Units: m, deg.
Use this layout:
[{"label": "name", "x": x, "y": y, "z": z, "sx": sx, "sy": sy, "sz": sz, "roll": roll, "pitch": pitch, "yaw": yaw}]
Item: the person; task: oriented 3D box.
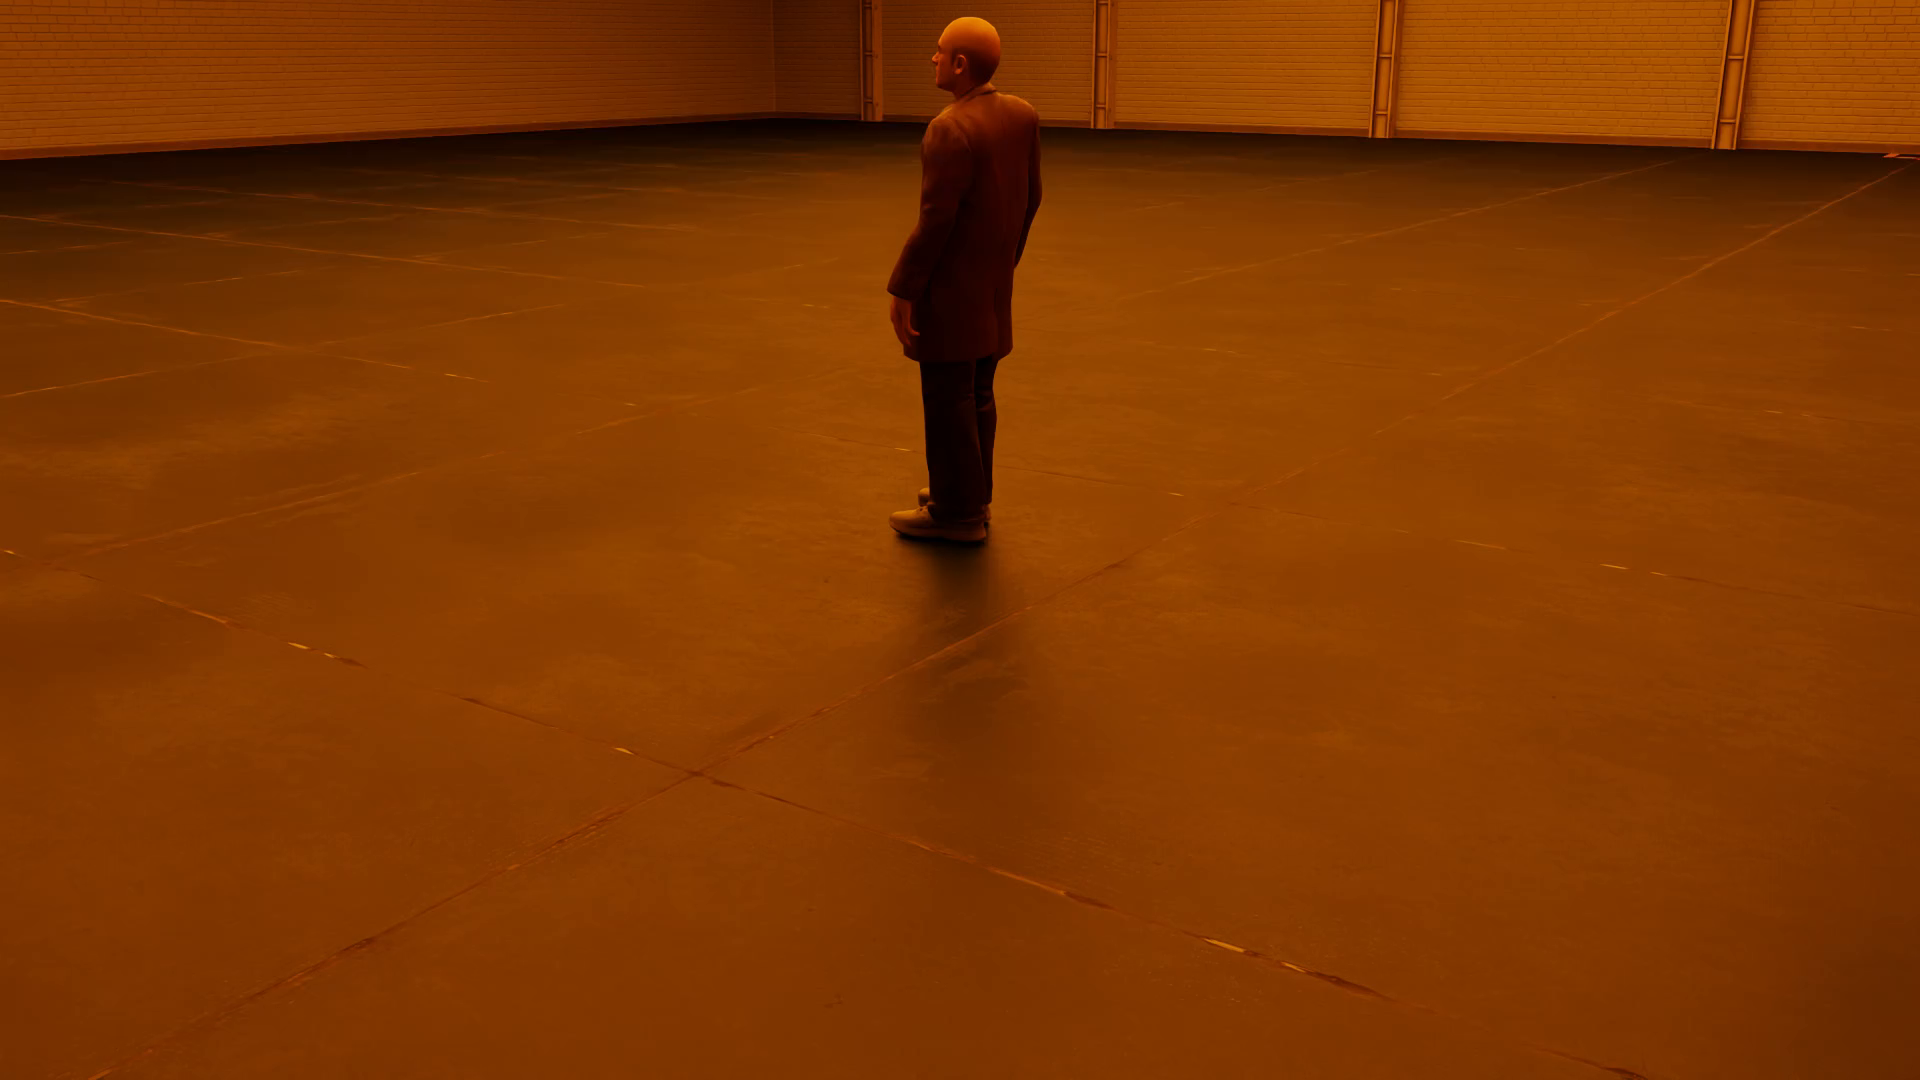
[{"label": "person", "x": -0.072, "y": -0.875, "z": 5.745, "sx": 0.582, "sy": 1.776, "sz": 0.696, "roll": 11, "pitch": 20, "yaw": 33}]
